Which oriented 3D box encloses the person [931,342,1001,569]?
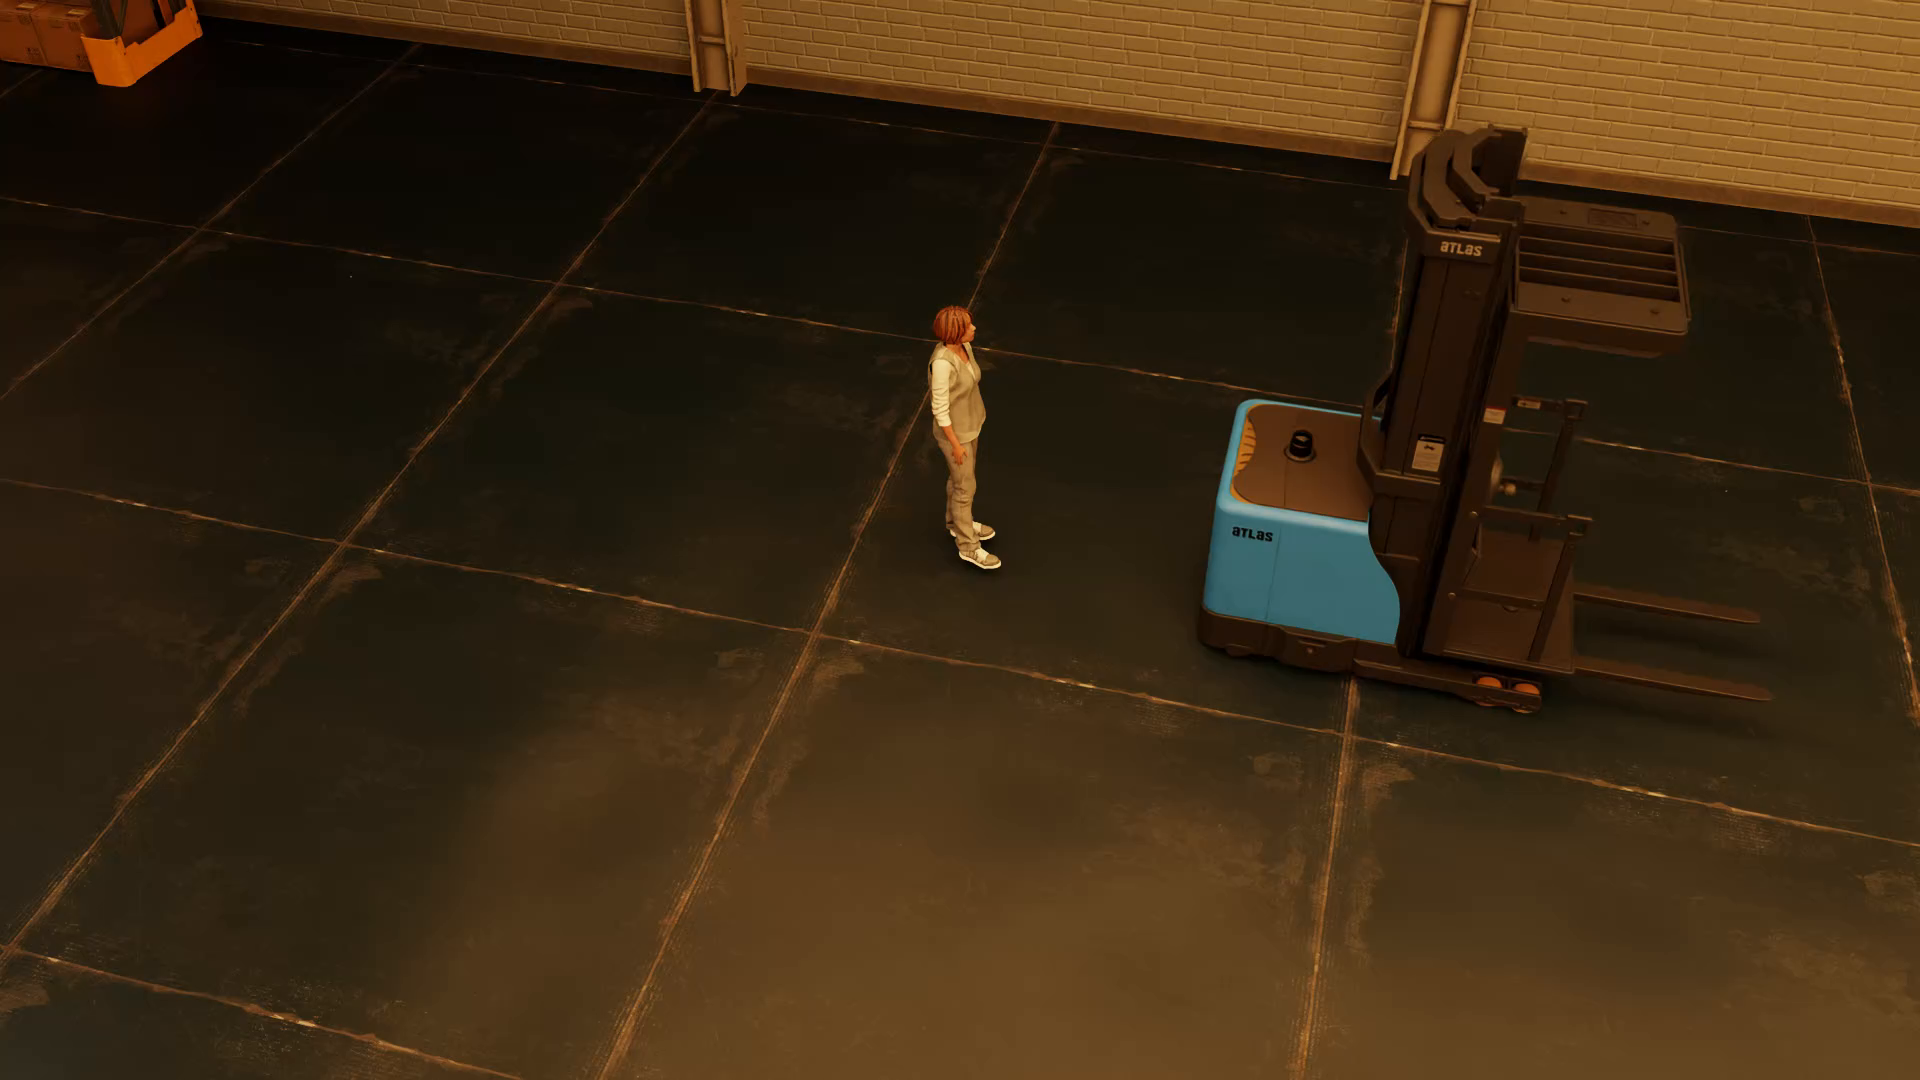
[{"bbox_3d":[0.074,-0.523,9.578,0.459,1.362,0.516,10,42,11],"label":"person"}]

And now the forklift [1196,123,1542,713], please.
[{"bbox_3d":[2.908,-0.553,8.493,3.031,2.935,1.130,10,42,11],"label":"forklift"}]
